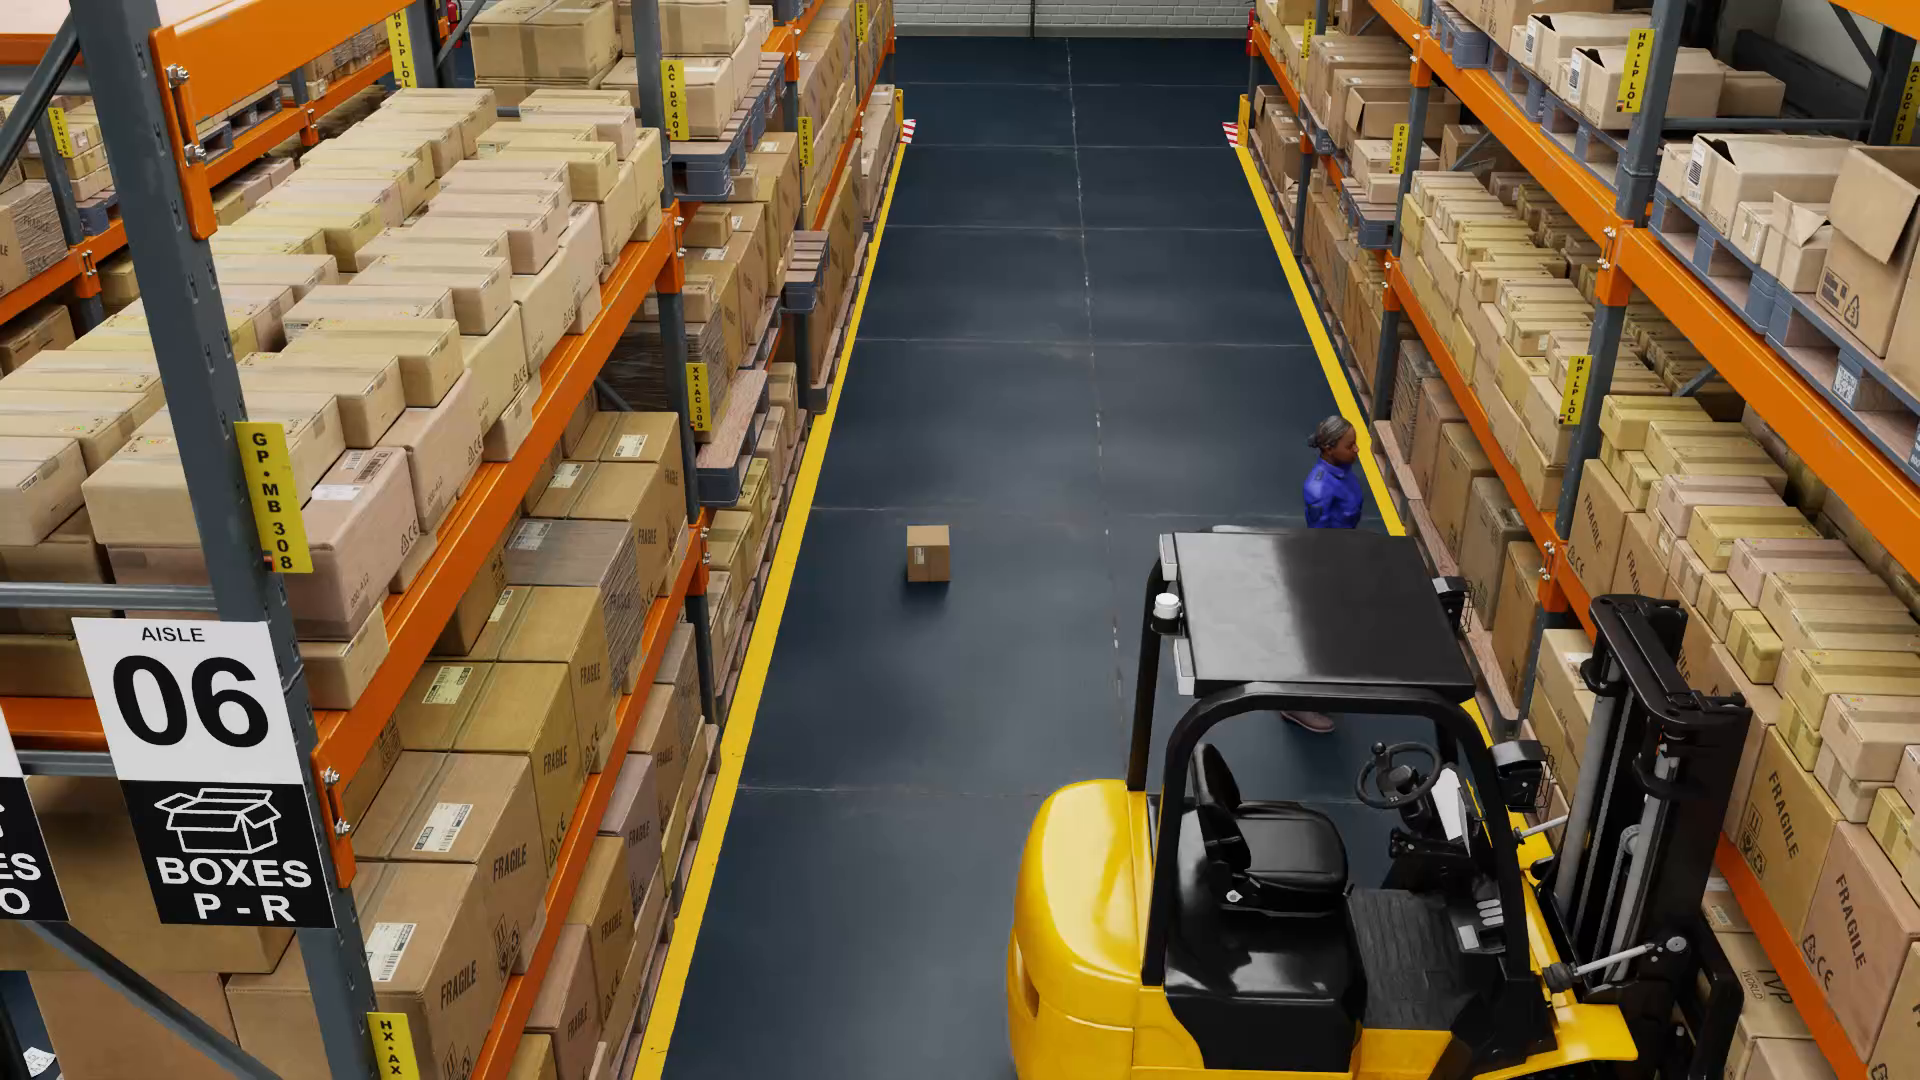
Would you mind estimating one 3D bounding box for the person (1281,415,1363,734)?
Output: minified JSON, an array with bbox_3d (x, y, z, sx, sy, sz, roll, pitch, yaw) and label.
[{"bbox_3d":[1.839,0.150,8.344,0.323,1.663,0.443,11,30,19],"label":"person"}]
